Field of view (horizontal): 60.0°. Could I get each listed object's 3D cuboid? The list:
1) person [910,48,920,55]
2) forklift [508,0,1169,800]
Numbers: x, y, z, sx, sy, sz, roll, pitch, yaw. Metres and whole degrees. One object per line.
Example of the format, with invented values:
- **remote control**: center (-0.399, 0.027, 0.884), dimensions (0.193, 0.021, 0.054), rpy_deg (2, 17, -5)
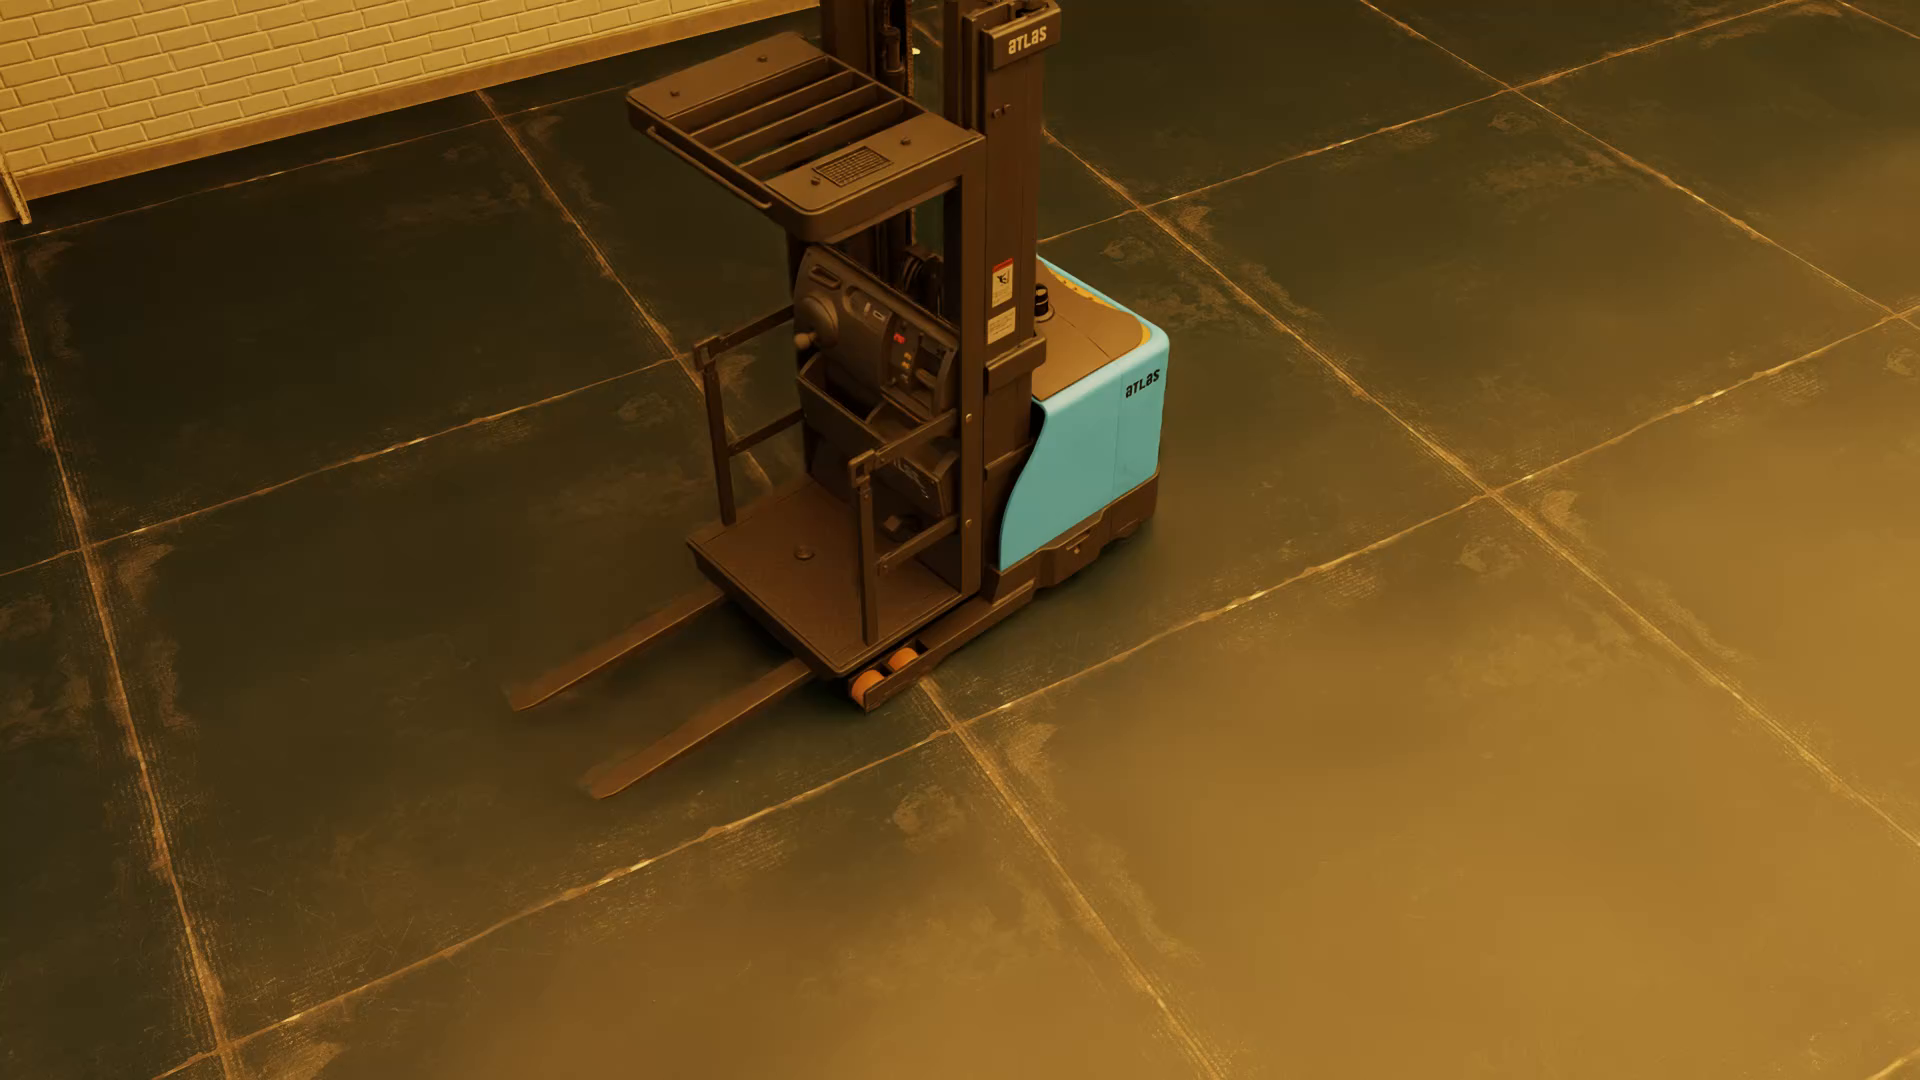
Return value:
- **person**: center (-0.413, -1.752, 8.436), dimensions (0.471, 1.727, 0.883), rpy_deg (-5, 43, -5)
- **forklift**: center (-0.502, -0.760, 6.517), dimensions (3.031, 2.935, 1.130), rpy_deg (-31, 51, -29)
